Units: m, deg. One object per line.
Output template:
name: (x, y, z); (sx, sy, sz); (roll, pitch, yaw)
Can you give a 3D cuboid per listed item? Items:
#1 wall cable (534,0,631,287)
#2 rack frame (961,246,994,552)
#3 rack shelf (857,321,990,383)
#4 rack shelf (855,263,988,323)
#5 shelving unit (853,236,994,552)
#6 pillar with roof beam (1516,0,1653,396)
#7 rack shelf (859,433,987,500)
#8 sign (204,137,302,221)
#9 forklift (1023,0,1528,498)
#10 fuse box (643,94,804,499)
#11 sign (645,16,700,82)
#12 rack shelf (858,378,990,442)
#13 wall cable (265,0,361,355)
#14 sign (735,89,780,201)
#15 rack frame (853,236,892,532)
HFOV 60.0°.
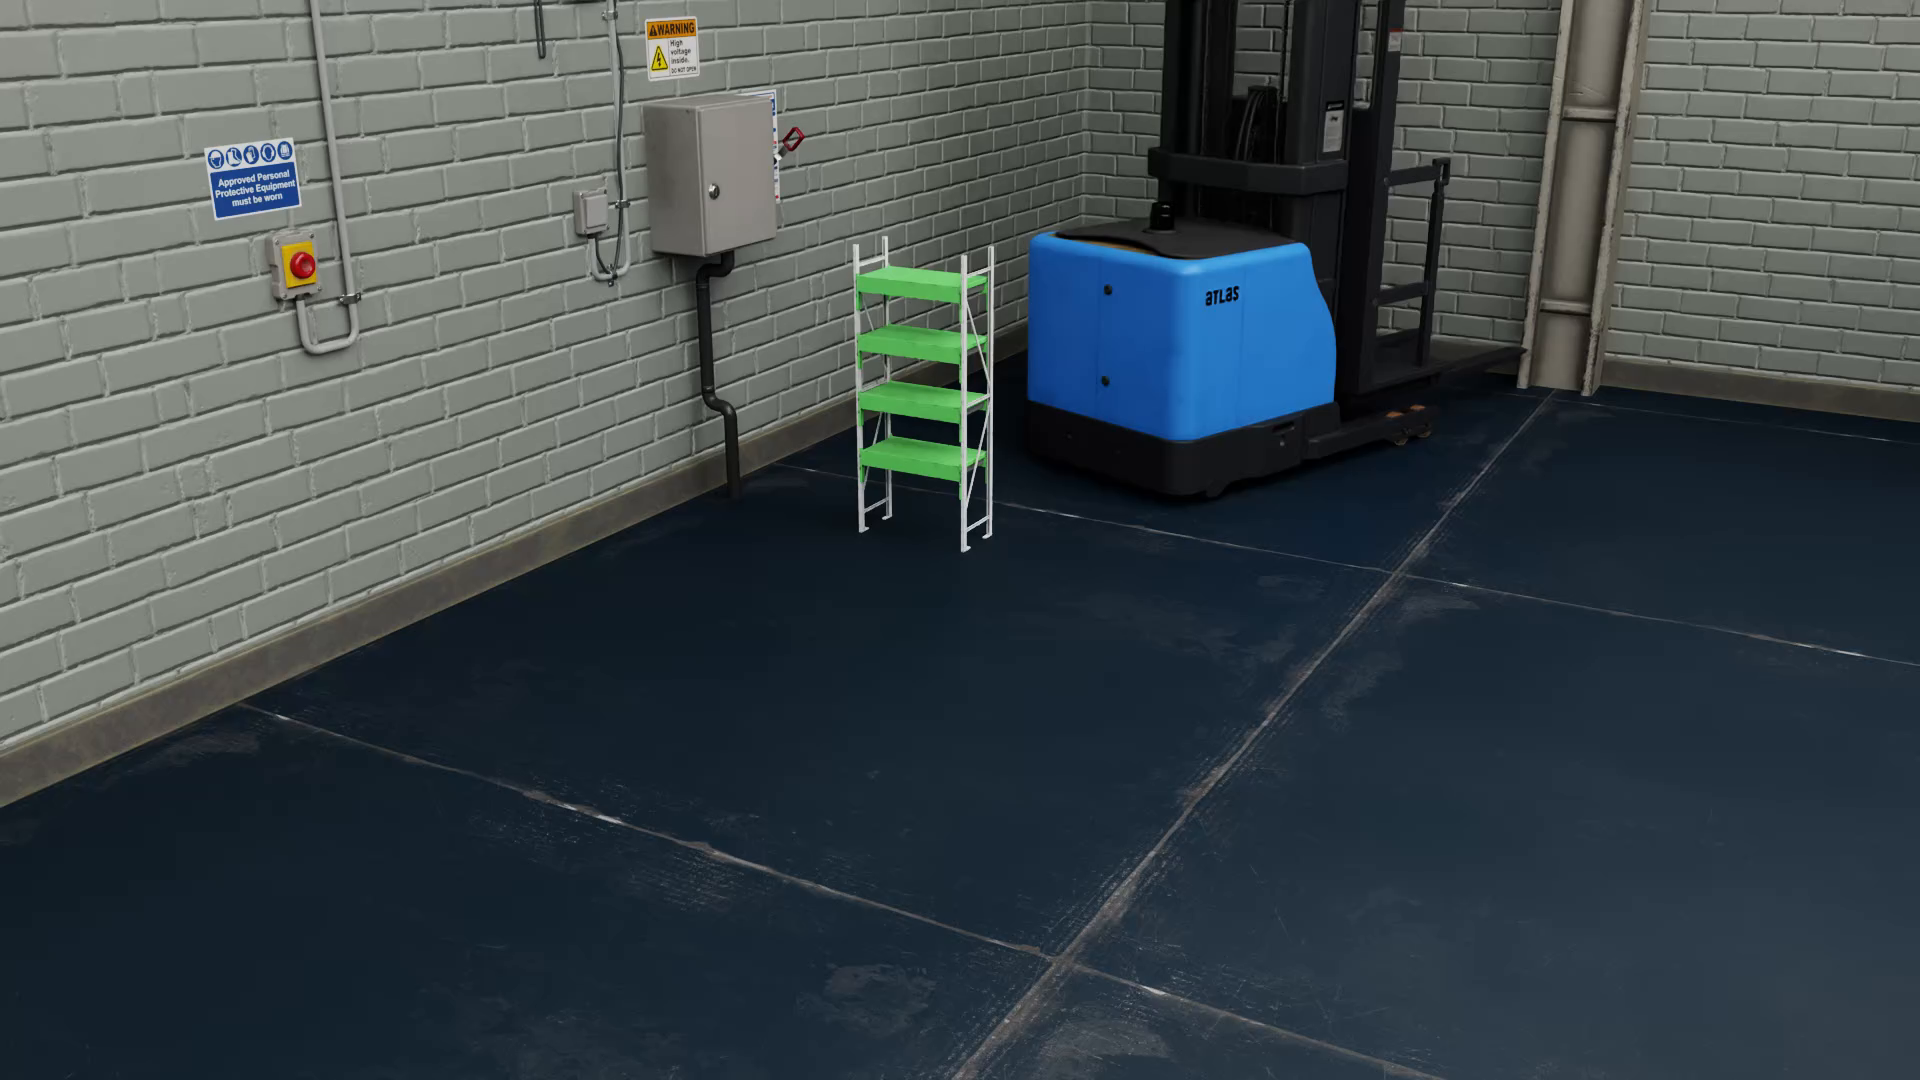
wall cable: (-1.436, -1.904, 6.225); (0.122, 1.984, 0.588); (11, 23, 27)
rack frame: (0.068, -0.551, 6.625); (0.015, 1.200, 0.240); (11, 23, 27)
rack shelf: (-0.145, -0.757, 6.676); (0.480, 0.148, 0.258); (11, 23, 27)
rack shelf: (-0.145, -0.983, 6.594); (0.480, 0.148, 0.258); (11, 23, 27)
shelving unit: (-0.145, -0.592, 6.736); (0.503, 1.200, 0.258); (11, 23, 27)
pillar with roof beam: (1.221, -3.805, 4.159); (0.400, 9.000, 9.100); (11, 23, 27)
rack shelf: (-0.145, -0.306, 6.840); (0.480, 0.148, 0.258); (11, 23, 27)
sign: (-2.194, -1.125, 5.172); (0.001, 0.218, 0.327); (11, 23, 27)
forklift: (1.743, -1.960, 7.970); (3.031, 2.935, 1.130); (-16, 26, -38)
fuse box: (-0.965, -0.998, 7.106); (0.414, 1.711, 0.539); (11, 23, 27)
sign: (-1.173, -2.010, 6.795); (0.001, 0.242, 0.339); (11, 23, 27)
rack shelf: (-0.145, -0.531, 6.758); (0.480, 0.148, 0.258); (11, 23, 27)
wall cable: (-2.117, -1.495, 5.051); (0.123, 1.953, 0.585); (11, 23, 27)
sign: (-0.905, -1.740, 7.403); (0.001, 0.494, 0.329); (11, 23, 27)
rack frame: (-0.358, -0.632, 6.848); (0.015, 1.200, 0.240); (11, 23, 27)
